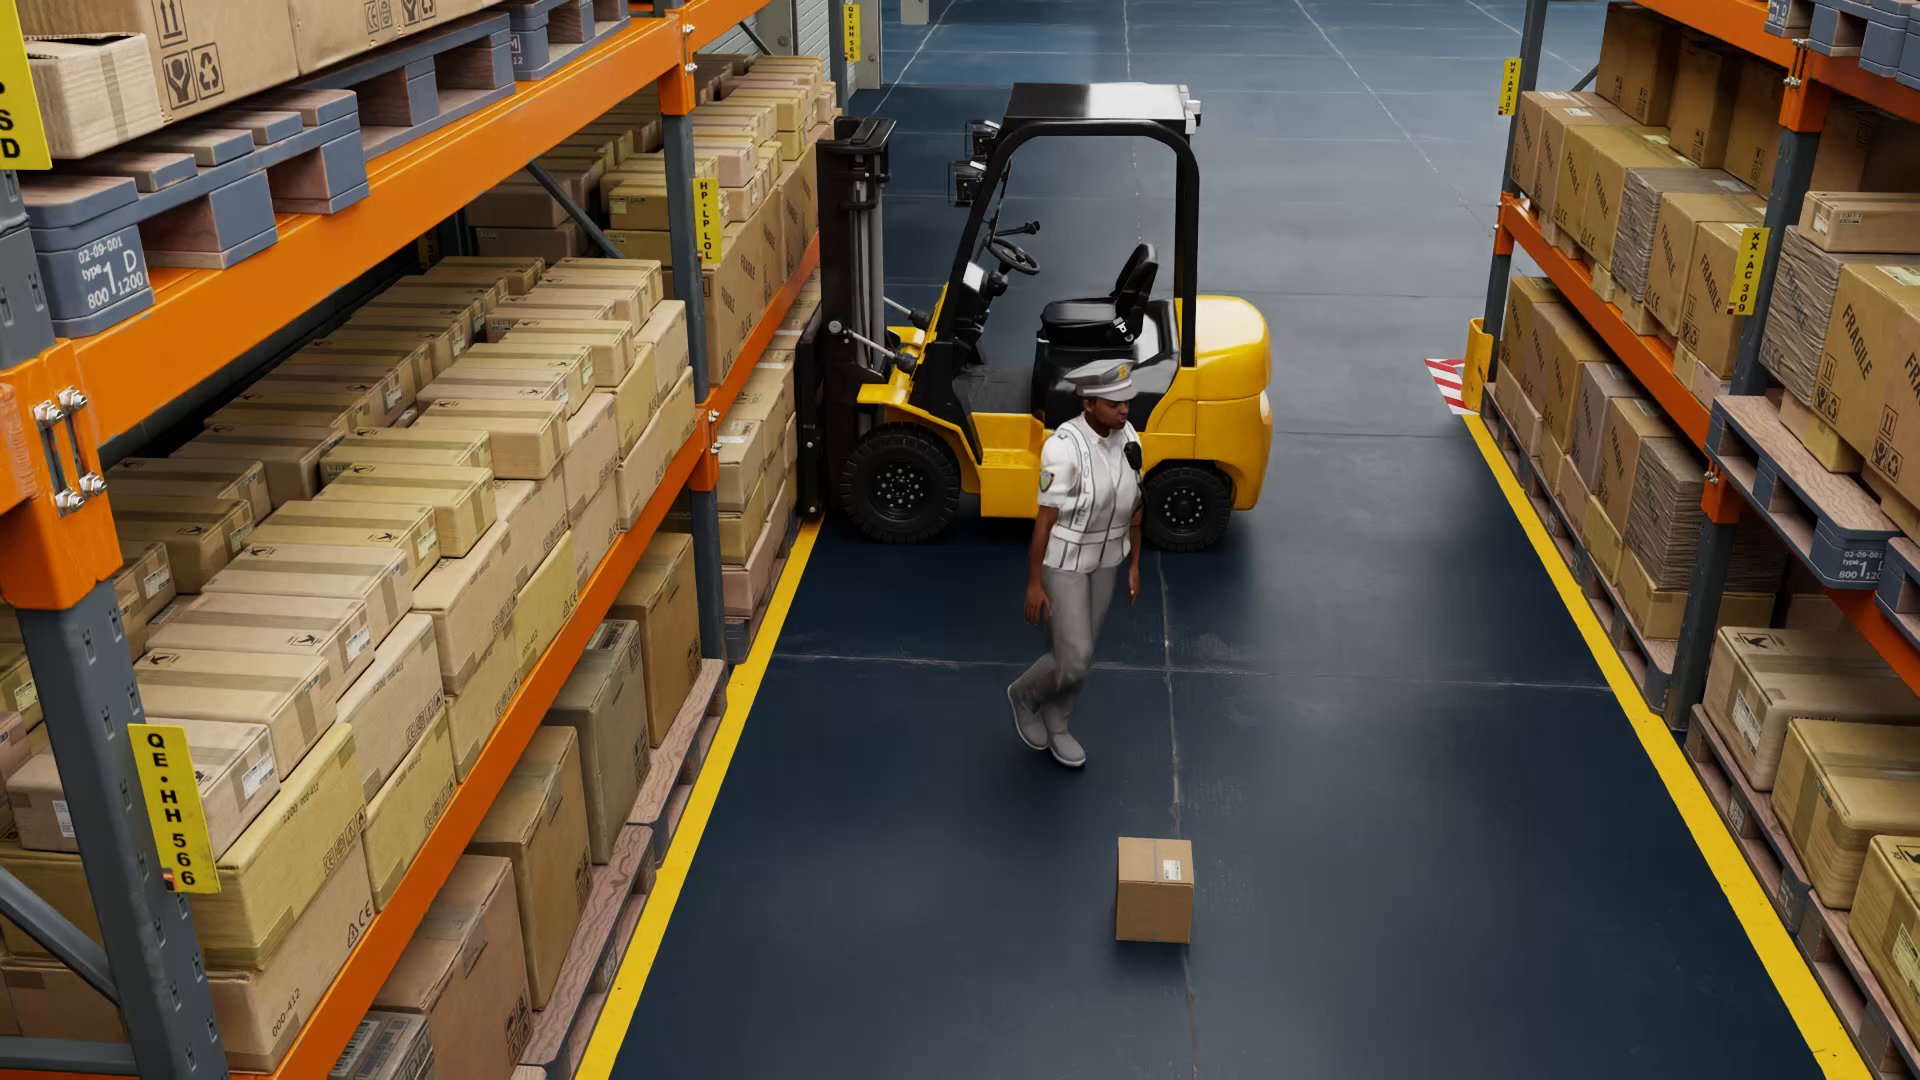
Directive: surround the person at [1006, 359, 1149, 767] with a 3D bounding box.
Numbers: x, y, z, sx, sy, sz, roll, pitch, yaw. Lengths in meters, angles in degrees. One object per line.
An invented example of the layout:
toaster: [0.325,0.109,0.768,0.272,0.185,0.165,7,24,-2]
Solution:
person: [0.433,0.091,6.348,0.554,1.671,0.465,-17,29,-32]
